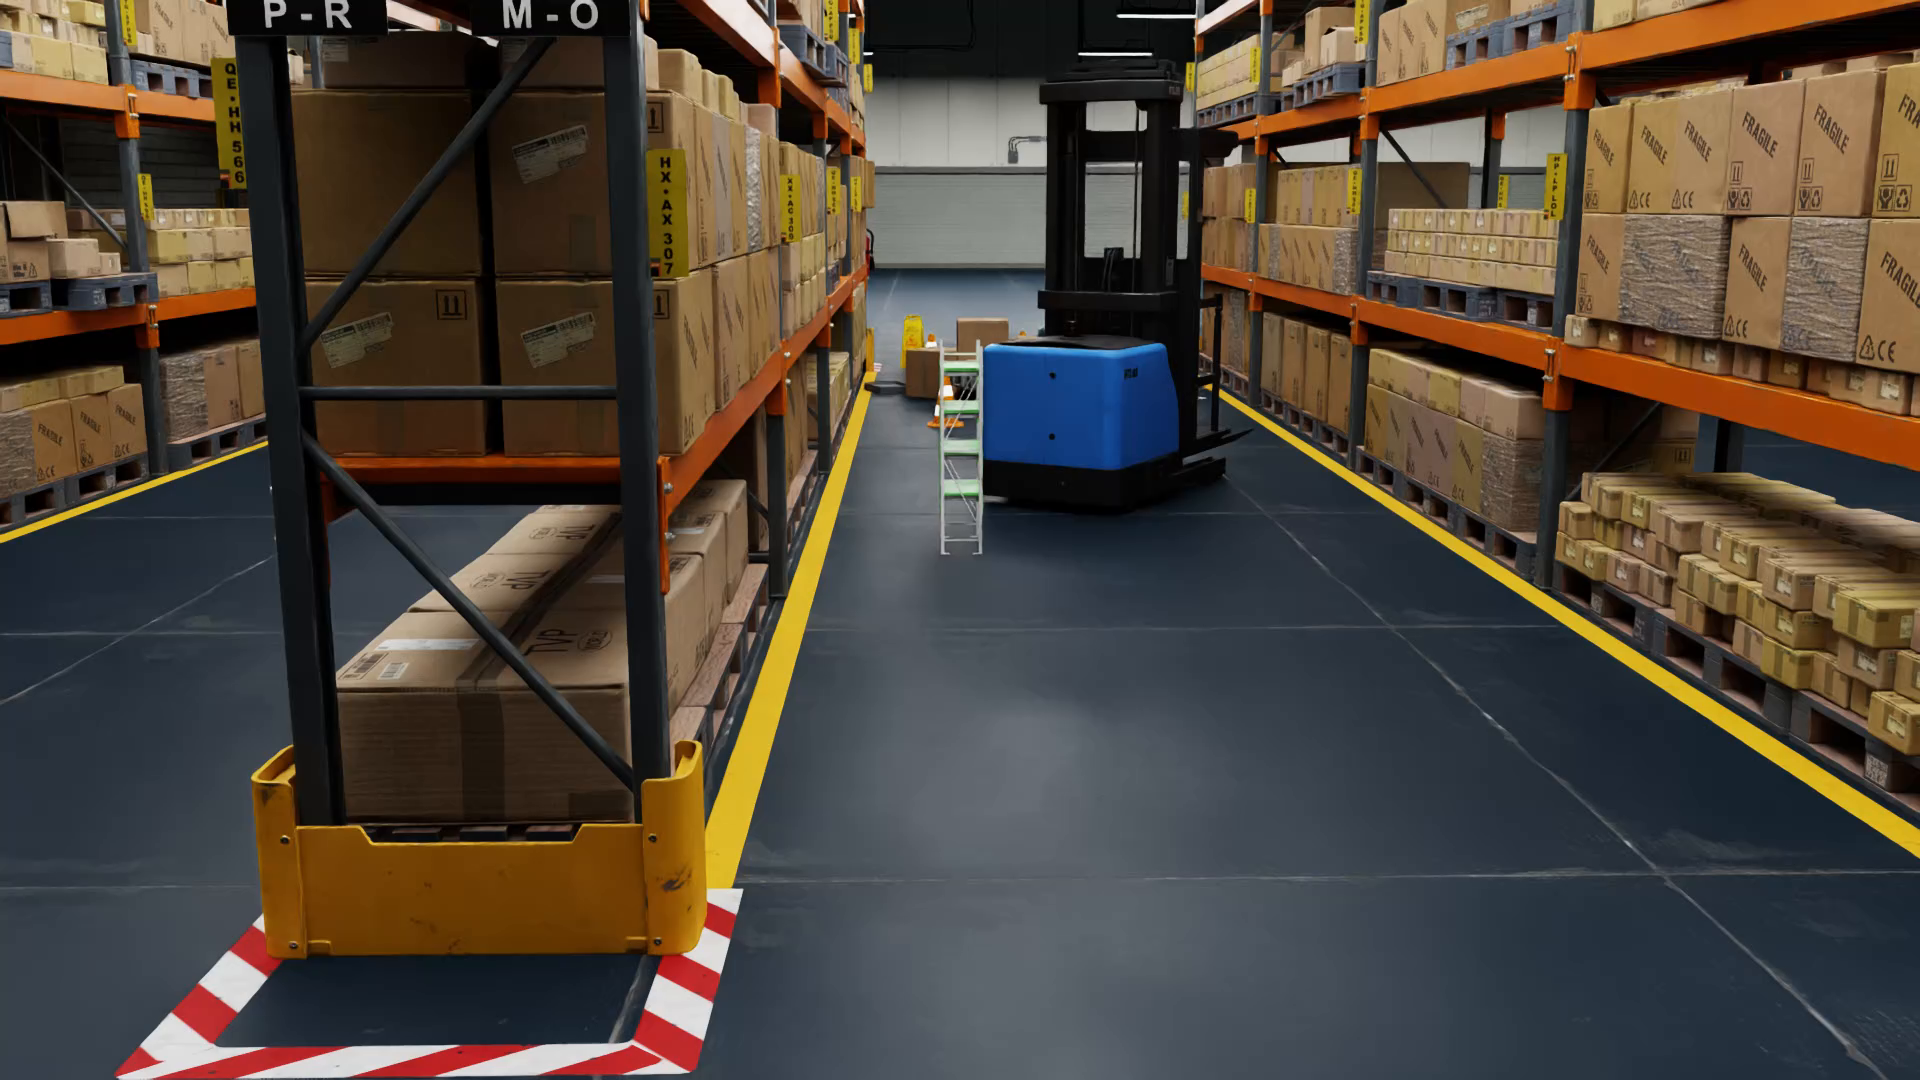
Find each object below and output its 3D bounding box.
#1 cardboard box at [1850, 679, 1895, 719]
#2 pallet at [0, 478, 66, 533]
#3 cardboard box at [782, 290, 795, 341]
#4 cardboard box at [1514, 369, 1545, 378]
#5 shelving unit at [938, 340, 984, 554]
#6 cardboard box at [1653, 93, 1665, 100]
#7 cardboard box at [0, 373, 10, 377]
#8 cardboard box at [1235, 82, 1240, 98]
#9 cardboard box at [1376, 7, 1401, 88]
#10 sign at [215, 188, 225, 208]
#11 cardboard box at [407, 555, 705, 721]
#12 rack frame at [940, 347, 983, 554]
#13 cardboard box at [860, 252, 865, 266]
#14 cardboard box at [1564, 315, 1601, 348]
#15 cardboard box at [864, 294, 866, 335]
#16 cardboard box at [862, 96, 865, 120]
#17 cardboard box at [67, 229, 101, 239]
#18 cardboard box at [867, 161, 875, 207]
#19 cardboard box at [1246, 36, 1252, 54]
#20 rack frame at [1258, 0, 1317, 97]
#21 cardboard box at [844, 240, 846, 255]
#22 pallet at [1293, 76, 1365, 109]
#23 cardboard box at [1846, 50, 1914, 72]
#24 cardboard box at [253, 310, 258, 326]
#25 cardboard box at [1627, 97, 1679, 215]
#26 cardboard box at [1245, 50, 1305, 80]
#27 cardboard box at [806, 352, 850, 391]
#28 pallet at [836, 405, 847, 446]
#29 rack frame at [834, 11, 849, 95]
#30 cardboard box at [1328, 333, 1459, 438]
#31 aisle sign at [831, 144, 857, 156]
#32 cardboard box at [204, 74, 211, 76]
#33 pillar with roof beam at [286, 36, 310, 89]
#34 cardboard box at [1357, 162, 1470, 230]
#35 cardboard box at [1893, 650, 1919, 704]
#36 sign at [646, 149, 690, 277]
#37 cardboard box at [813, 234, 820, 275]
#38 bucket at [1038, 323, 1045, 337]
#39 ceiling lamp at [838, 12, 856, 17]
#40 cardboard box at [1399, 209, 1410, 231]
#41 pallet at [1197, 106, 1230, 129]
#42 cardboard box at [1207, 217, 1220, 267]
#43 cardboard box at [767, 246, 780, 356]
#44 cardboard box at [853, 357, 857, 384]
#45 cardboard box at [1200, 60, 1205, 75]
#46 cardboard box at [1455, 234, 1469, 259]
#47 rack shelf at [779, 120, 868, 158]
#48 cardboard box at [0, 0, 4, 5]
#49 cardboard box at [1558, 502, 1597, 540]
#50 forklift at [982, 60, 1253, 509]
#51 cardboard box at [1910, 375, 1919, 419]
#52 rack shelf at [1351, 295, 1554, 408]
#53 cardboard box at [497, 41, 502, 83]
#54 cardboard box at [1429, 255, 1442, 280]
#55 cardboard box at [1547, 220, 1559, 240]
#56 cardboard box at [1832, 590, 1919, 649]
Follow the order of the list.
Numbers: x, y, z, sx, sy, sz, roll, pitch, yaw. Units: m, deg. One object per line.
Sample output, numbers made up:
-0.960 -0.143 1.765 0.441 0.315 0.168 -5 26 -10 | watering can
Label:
3.391 0.563 5.853 0.380 0.149 0.250 0 11 -1 | cardboard box
-6.438 -0.192 10.477 1.003 0.211 1.213 0 11 -1 | pallet
-1.138 -1.191 8.761 0.500 0.250 0.500 -1 11 -2 | cardboard box
3.783 -0.919 10.392 0.500 0.250 0.500 0 11 1 | cardboard box
0.003 -0.555 9.778 0.258 1.200 0.503 0 11 -1 | shelving unit
8.014 -4.934 18.663 0.380 0.149 0.250 0 11 -1 | cardboard box
-6.675 -1.041 11.246 0.380 0.149 0.250 0 11 0 | cardboard box
3.044 -4.631 17.123 0.380 0.149 0.250 0 11 -1 | cardboard box
3.217 -3.416 11.555 0.500 0.500 0.500 0 11 -1 | cardboard box
-7.076 -3.205 15.937 0.100 0.325 0.005 0 11 -1 | sign
-1.451 0.357 6.144 0.875 0.438 0.875 0 11 0 | cardboard box
0.008 -0.507 9.539 0.240 1.200 0.015 0 11 -1 | rack frame
-1.284 -3.212 18.981 0.380 0.149 0.250 0 11 0 | cardboard box
3.233 -1.035 8.249 0.380 0.149 0.250 0 11 1 | cardboard box
-1.364 -2.629 19.444 0.500 0.500 0.500 0 11 -1 | cardboard box
-1.361 -5.003 19.258 0.500 0.250 0.500 0 11 -2 | cardboard box
-6.725 -2.209 12.524 0.500 0.250 0.500 0 11 0 | cardboard box
-1.296 -3.943 18.438 0.700 0.500 0.500 0 11 -2 | cardboard box
3.057 -4.920 16.542 0.380 0.149 0.250 0 11 -1 | cardboard box
3.389 -5.746 15.751 1.000 3.000 0.127 0 11 -1 | rack frame
-1.272 -2.747 15.632 0.380 0.149 0.250 0 11 0 | cardboard box
3.379 -3.739 13.874 1.003 0.211 1.213 0 11 1 | pallet
8.281 -4.252 14.613 0.797 0.503 0.637 0 11 1 | cardboard box
-6.724 -2.190 16.654 0.500 0.250 0.500 0 11 0 | cardboard box
3.346 -1.707 7.415 0.500 0.500 0.500 -1 11 -3 | cardboard box
3.122 -4.700 16.460 0.500 0.250 0.500 0 11 -2 | cardboard box
-1.545 -1.580 15.853 0.950 0.372 0.625 0 11 0 | cardboard box
-1.512 -1.001 14.464 1.003 0.211 1.213 0 11 -1 | pallet
-1.558 -5.706 15.551 1.000 3.000 0.127 0 11 -1 | rack frame
3.549 -1.236 13.208 1.050 0.750 0.750 0 11 -2 | cardboard box
-1.352 -4.848 19.875 0.394 0.787 0.004 0 11 -1 | aisle sign
-6.246 -4.130 14.246 0.500 0.311 0.500 -1 11 -3 | cardboard box
-3.186 -6.355 18.753 9.100 9.000 0.400 0 11 -1 | pillar with roof beam
3.472 -2.639 12.758 0.700 0.500 0.500 0 11 -1 | cardboard box
3.389 0.469 5.570 0.380 0.149 0.250 -1 11 -2 | cardboard box
-0.755 -0.845 4.301 0.100 0.325 0.005 0 11 -1 | sign
-1.166 -1.843 10.721 0.500 0.250 0.500 -1 11 -3 | cardboard box
1.081 -1.964 16.608 0.726 0.611 0.620 4 22 18 | bucket
-3.093 -12.602 34.864 2.000 3.185 0.800 0 11 -1 | ceiling lamp
3.295 -2.239 11.632 0.380 0.149 0.250 -1 11 -3 | cardboard box
3.332 -4.881 19.250 1.003 0.211 1.213 0 11 -1 | pallet
3.278 -3.380 18.799 0.875 0.550 0.550 0 11 -1 | cardboard box
-1.128 -1.133 7.850 0.500 0.500 0.500 0 11 -1 | cardboard box
-1.300 -1.742 16.963 0.500 0.250 0.500 -1 11 -4 | cardboard box
2.999 -5.476 19.283 0.380 0.149 0.250 0 11 -1 | cardboard box
3.318 -1.833 10.378 0.380 0.149 0.250 0 11 1 | cardboard box
-1.599 -4.281 17.881 1.077 0.370 4.000 0 11 -1 | rack shelf
-6.108 -3.362 10.170 0.380 0.149 0.250 0 11 -1 | cardboard box
3.242 -0.097 8.359 0.380 0.149 0.250 0 11 1 | cardboard box
1.306 -1.886 11.983 1.130 2.935 3.031 7 13 29 | forklift
3.360 -0.461 5.418 0.380 0.149 0.250 0 11 -2 | cardboard box
3.513 -1.261 10.540 1.077 0.370 4.000 0 11 -1 | rack shelf
-1.117 -1.361 4.825 0.380 0.149 0.250 0 11 0 | cardboard box
3.305 -1.791 10.916 0.380 0.149 0.250 0 11 1 | cardboard box
3.351 -1.669 8.822 0.380 0.149 0.250 0 11 1 | cardboard box
3.292 0.274 5.784 0.380 0.149 0.250 0 11 -2 | cardboard box
